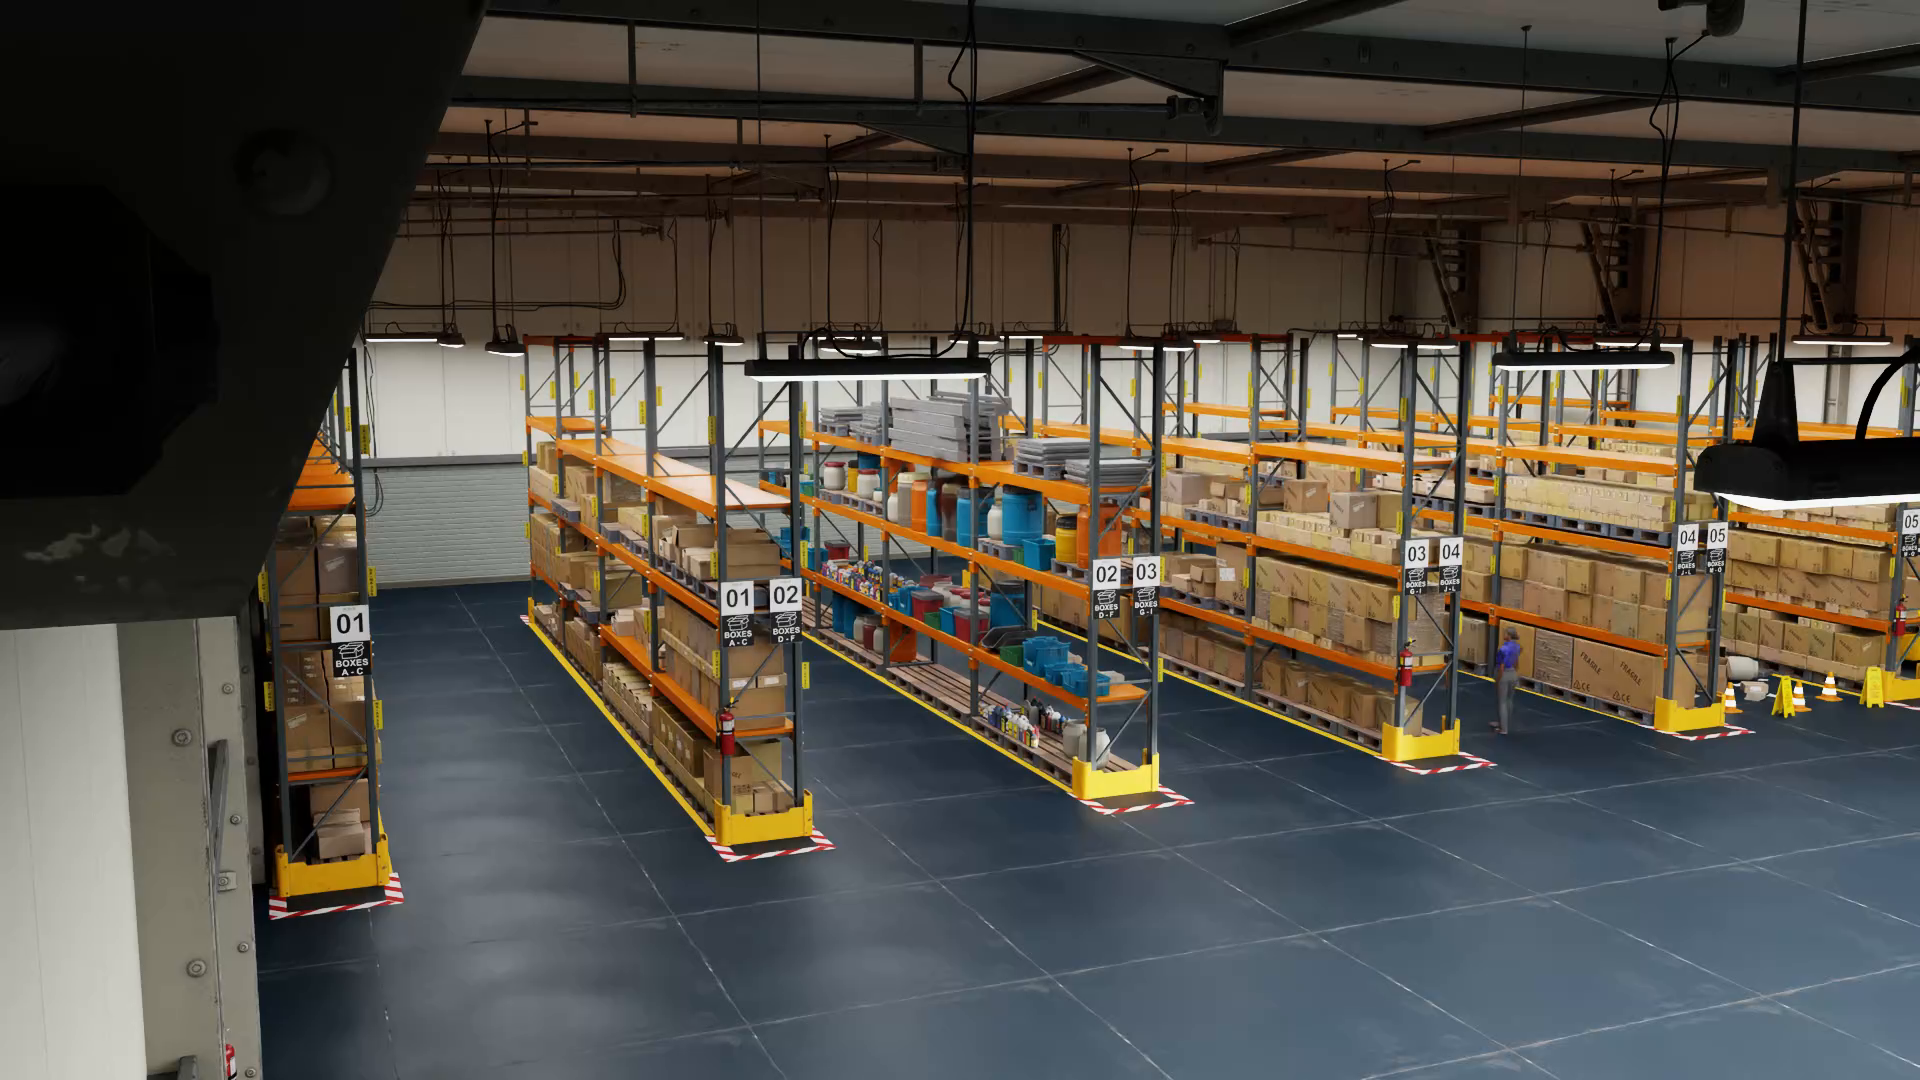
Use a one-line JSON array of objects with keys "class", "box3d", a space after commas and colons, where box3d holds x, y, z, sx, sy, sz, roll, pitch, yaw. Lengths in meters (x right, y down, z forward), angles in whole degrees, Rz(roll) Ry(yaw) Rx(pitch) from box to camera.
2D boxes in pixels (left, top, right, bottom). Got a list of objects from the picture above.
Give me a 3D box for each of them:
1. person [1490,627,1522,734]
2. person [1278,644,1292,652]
[{"class": "person", "box3d": [8.364, 2.133, 25.584, 0.431, 1.639, 0.559, -3, 8, -21]}, {"class": "person", "box3d": [6.357, 1.306, 31.666, 0.552, 1.814, 0.936, -3, 8, -19]}]
